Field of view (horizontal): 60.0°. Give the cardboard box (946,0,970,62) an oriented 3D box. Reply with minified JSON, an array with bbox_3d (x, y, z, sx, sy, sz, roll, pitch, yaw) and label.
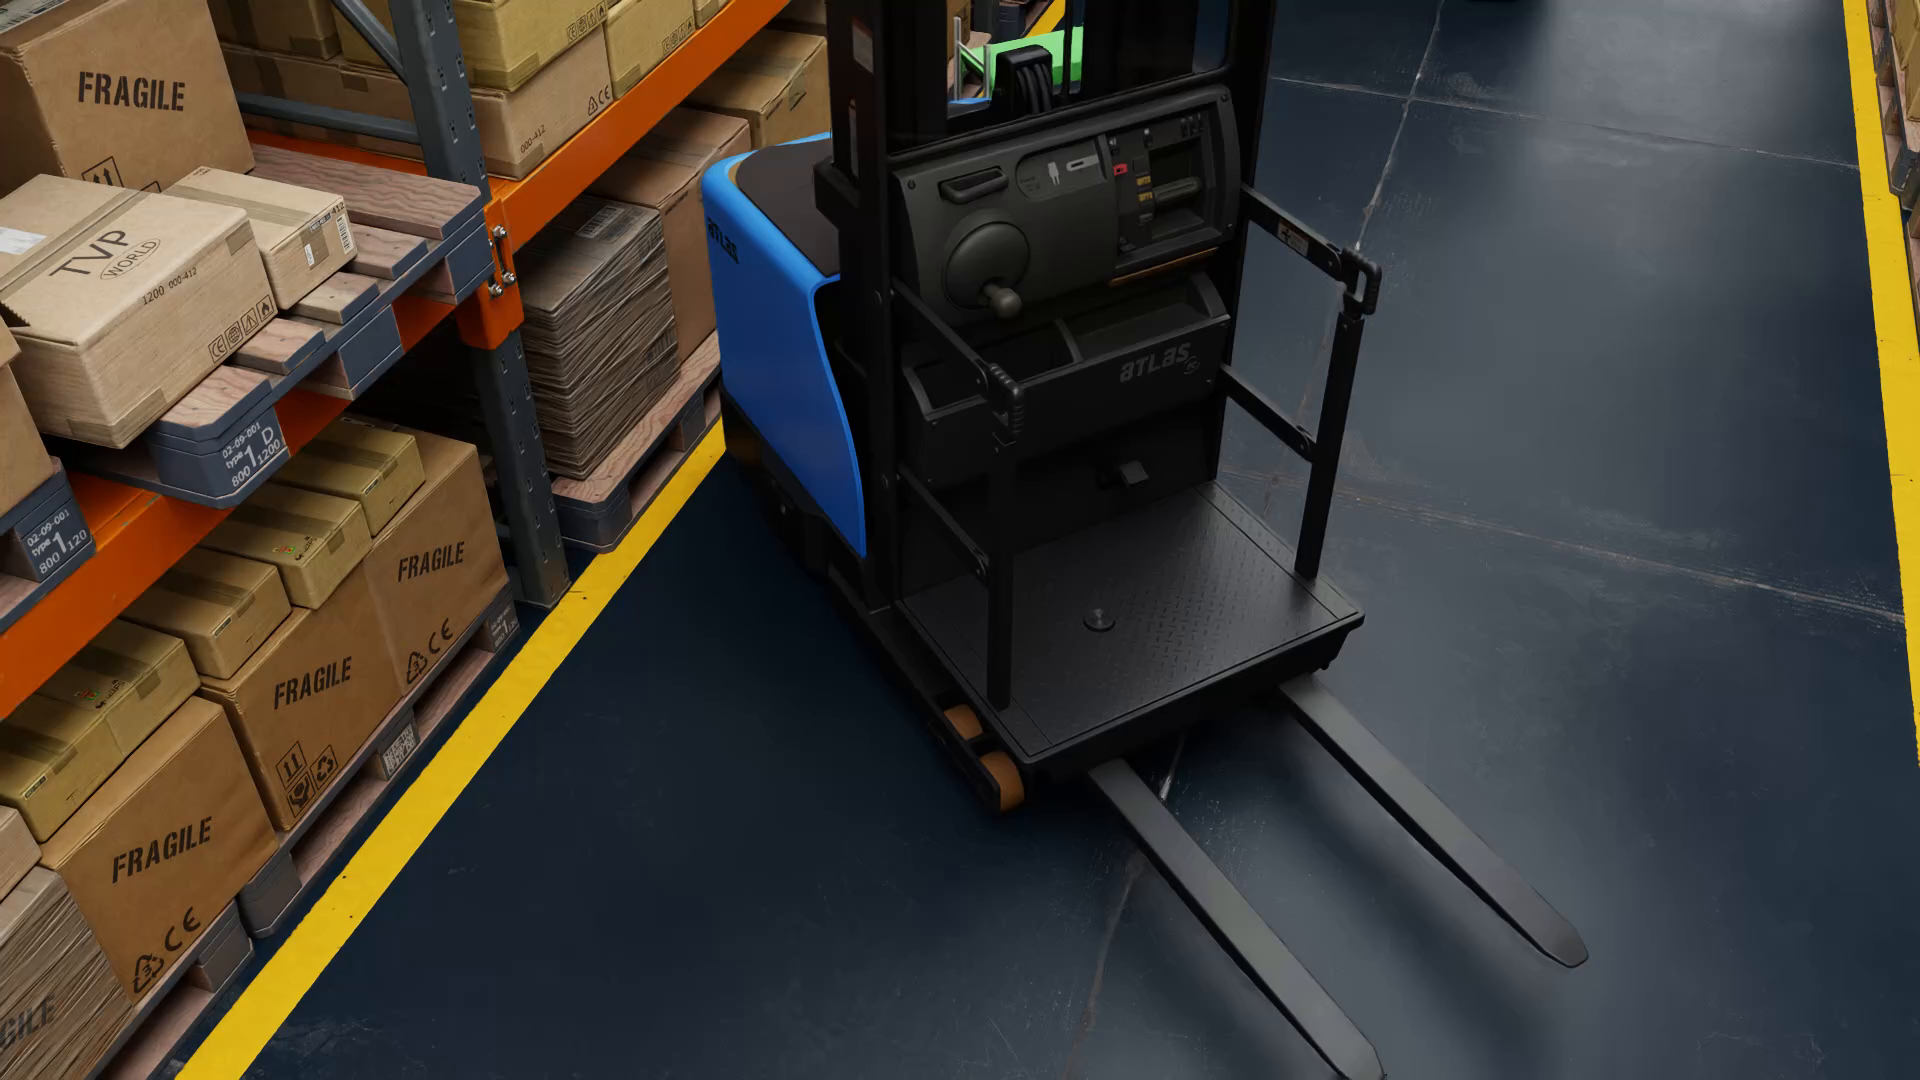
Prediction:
[{"bbox_3d":[-0.477,-2.450,7.316,0.875,0.625,0.625,15,43,17],"label":"cardboard box"}]

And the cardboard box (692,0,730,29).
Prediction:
[{"bbox_3d":[-0.949,-1.855,5.229,0.500,0.250,0.500,12,42,14],"label":"cardboard box"}]

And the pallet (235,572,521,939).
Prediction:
[{"bbox_3d":[-1.968,0.433,4.579,1.003,0.211,1.213,13,42,15],"label":"pallet"}]

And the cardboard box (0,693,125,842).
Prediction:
[{"bbox_3d":[-2.021,0.455,3.508,0.380,0.149,0.250,13,42,14],"label":"cardboard box"}]

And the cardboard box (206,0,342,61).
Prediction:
[{"bbox_3d":[-1.784,-1.543,4.478,0.500,0.250,0.500,14,42,16],"label":"cardboard box"}]

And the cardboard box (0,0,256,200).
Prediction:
[{"bbox_3d":[-2.000,-0.993,3.702,0.500,0.500,0.500,15,43,17],"label":"cardboard box"}]

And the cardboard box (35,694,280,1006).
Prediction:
[{"bbox_3d":[-1.977,0.645,3.785,0.500,0.500,0.500,15,43,17],"label":"cardboard box"}]

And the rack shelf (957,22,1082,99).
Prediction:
[{"bbox_3d":[0.255,-1.556,5.508,0.480,0.148,0.258,-17,43,-19],"label":"rack shelf"}]

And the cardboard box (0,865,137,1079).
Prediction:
[{"bbox_3d":[-2.137,0.966,3.409,0.500,0.500,0.500,12,42,14],"label":"cardboard box"}]

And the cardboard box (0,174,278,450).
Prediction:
[{"bbox_3d":[-1.733,-0.462,3.272,0.500,0.250,0.500,11,42,13],"label":"cardboard box"}]

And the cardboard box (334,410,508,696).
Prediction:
[{"bbox_3d":[-1.619,0.022,4.515,0.500,0.500,0.500,14,43,16],"label":"cardboard box"}]

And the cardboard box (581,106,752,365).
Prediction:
[{"bbox_3d":[-1.234,-1.108,5.744,0.875,0.625,0.625,15,43,16],"label":"cardboard box"}]

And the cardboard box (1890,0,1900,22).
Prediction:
[{"bbox_3d":[4.657,-2.585,7.764,0.500,0.250,0.500,14,42,16],"label":"cardboard box"}]

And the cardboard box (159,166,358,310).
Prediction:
[{"bbox_3d":[-1.541,-0.653,3.574,0.380,0.149,0.250,14,42,16],"label":"cardboard box"}]

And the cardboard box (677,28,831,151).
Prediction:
[{"bbox_3d":[-1.004,-1.519,6.226,0.875,0.625,0.625,12,42,13],"label":"cardboard box"}]

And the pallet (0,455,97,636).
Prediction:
[{"bbox_3d":[-2.337,0.186,2.869,1.003,0.211,1.213,13,42,15],"label":"pallet"}]

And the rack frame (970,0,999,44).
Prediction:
[{"bbox_3d":[-0.309,-3.514,7.058,1.000,3.000,0.127,13,42,15],"label":"rack frame"}]

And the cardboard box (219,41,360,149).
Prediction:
[{"bbox_3d":[-1.763,-1.348,4.635,0.500,0.250,0.500,12,42,14],"label":"cardboard box"}]

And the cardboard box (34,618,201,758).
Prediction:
[{"bbox_3d":[-1.936,0.303,3.687,0.380,0.149,0.250,14,43,16],"label":"cardboard box"}]

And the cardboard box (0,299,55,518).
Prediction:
[{"bbox_3d":[-2.061,-0.237,2.813,0.797,0.503,0.637,12,42,14],"label":"cardboard box"}]

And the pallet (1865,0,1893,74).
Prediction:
[{"bbox_3d":[4.969,-2.518,8.039,1.003,0.211,1.213,13,42,15],"label":"pallet"}]

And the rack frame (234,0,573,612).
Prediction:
[{"bbox_3d":[-1.677,-1.074,4.198,1.000,3.000,0.127,13,42,15],"label":"rack frame"}]

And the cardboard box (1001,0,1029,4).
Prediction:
[{"bbox_3d":[0.168,-2.849,8.074,0.500,0.250,0.500,14,42,16],"label":"cardboard box"}]

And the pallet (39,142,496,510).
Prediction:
[{"bbox_3d":[-1.842,-0.572,3.758,1.213,0.211,1.003,13,42,15],"label":"pallet"}]

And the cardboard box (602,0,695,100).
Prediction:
[{"bbox_3d":[-1.119,-1.539,4.859,0.500,0.250,0.500,12,42,14],"label":"cardboard box"}]

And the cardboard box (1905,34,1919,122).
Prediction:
[{"bbox_3d":[4.306,-1.949,7.018,0.500,0.250,0.500,15,43,17],"label":"cardboard box"}]

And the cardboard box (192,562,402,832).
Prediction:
[{"bbox_3d":[-1.800,0.325,4.160,0.500,0.500,0.500,13,42,14],"label":"cardboard box"}]

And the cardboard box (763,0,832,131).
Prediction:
[{"bbox_3d":[-0.749,-1.978,6.764,0.875,0.625,0.625,13,42,15],"label":"cardboard box"}]

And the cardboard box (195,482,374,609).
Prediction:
[{"bbox_3d":[-1.672,0.001,4.041,0.380,0.149,0.250,11,42,13],"label":"cardboard box"}]

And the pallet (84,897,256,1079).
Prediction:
[{"bbox_3d":[-2.386,1.175,3.710,1.003,0.211,1.213,13,42,15],"label":"pallet"}]

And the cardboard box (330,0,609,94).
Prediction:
[{"bbox_3d":[-1.272,-1.418,4.332,0.500,0.250,0.500,13,42,15],"label":"cardboard box"}]

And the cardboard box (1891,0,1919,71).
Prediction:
[{"bbox_3d":[4.479,-2.276,7.401,0.500,0.250,0.500,12,42,14],"label":"cardboard box"}]

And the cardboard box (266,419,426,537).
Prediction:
[{"bbox_3d":[-1.608,-0.173,4.244,0.380,0.149,0.250,11,42,13],"label":"cardboard box"}]

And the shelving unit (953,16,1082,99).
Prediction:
[{"bbox_3d":[0.255,-1.239,5.778,0.503,1.200,0.258,-17,43,-19],"label":"shelving unit"}]

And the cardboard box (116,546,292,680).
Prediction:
[{"bbox_3d":[-1.803,0.152,3.864,0.380,0.149,0.250,12,42,14],"label":"cardboard box"}]

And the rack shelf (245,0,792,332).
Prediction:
[{"bbox_3d":[-0.993,-2.021,5.862,1.077,0.370,4.000,13,42,15],"label":"rack shelf"}]

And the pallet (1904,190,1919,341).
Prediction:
[{"bbox_3d":[4.092,-0.879,6.117,1.003,0.211,1.213,13,42,15],"label":"pallet"}]

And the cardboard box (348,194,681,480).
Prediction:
[{"bbox_3d":[-1.451,-0.708,5.275,0.875,0.625,0.625,15,43,16],"label":"cardboard box"}]

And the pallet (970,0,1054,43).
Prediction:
[{"bbox_3d":[0.002,-2.929,8.520,1.003,0.211,1.213,13,42,15],"label":"pallet"}]

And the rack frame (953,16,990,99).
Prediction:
[{"bbox_3d":[0.035,-1.170,5.697,0.015,1.200,0.240,-17,43,-19],"label":"rack frame"}]

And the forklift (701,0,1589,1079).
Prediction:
[{"bbox_3d":[0.391,-0.737,3.855,1.130,2.935,3.031,-21,45,-22],"label":"forklift"}]

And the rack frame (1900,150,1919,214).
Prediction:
[{"bbox_3d":[4.357,-2.415,5.769,1.000,3.000,0.127,13,42,15],"label":"rack frame"}]

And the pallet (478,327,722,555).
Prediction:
[{"bbox_3d":[-1.358,-0.507,5.682,1.003,0.211,1.213,13,42,15],"label":"pallet"}]

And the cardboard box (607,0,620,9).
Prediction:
[{"bbox_3d":[-1.123,-1.729,4.696,0.500,0.250,0.500,15,43,16],"label":"cardboard box"}]

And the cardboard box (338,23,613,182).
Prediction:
[{"bbox_3d":[-1.295,-1.234,4.501,0.500,0.250,0.500,13,42,15],"label":"cardboard box"}]

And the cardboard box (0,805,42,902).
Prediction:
[{"bbox_3d":[-2.087,0.630,3.303,0.380,0.149,0.250,11,42,13],"label":"cardboard box"}]

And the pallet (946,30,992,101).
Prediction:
[{"bbox_3d":[-0.524,-1.995,7.426,1.003,0.211,1.213,13,42,15],"label":"pallet"}]

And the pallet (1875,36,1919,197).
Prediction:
[{"bbox_3d":[4.553,-1.771,7.164,1.003,0.211,1.213,13,42,15],"label":"pallet"}]

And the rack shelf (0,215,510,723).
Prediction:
[{"bbox_3d":[-2.361,0.419,3.002,1.077,0.370,4.000,13,42,15],"label":"rack shelf"}]
